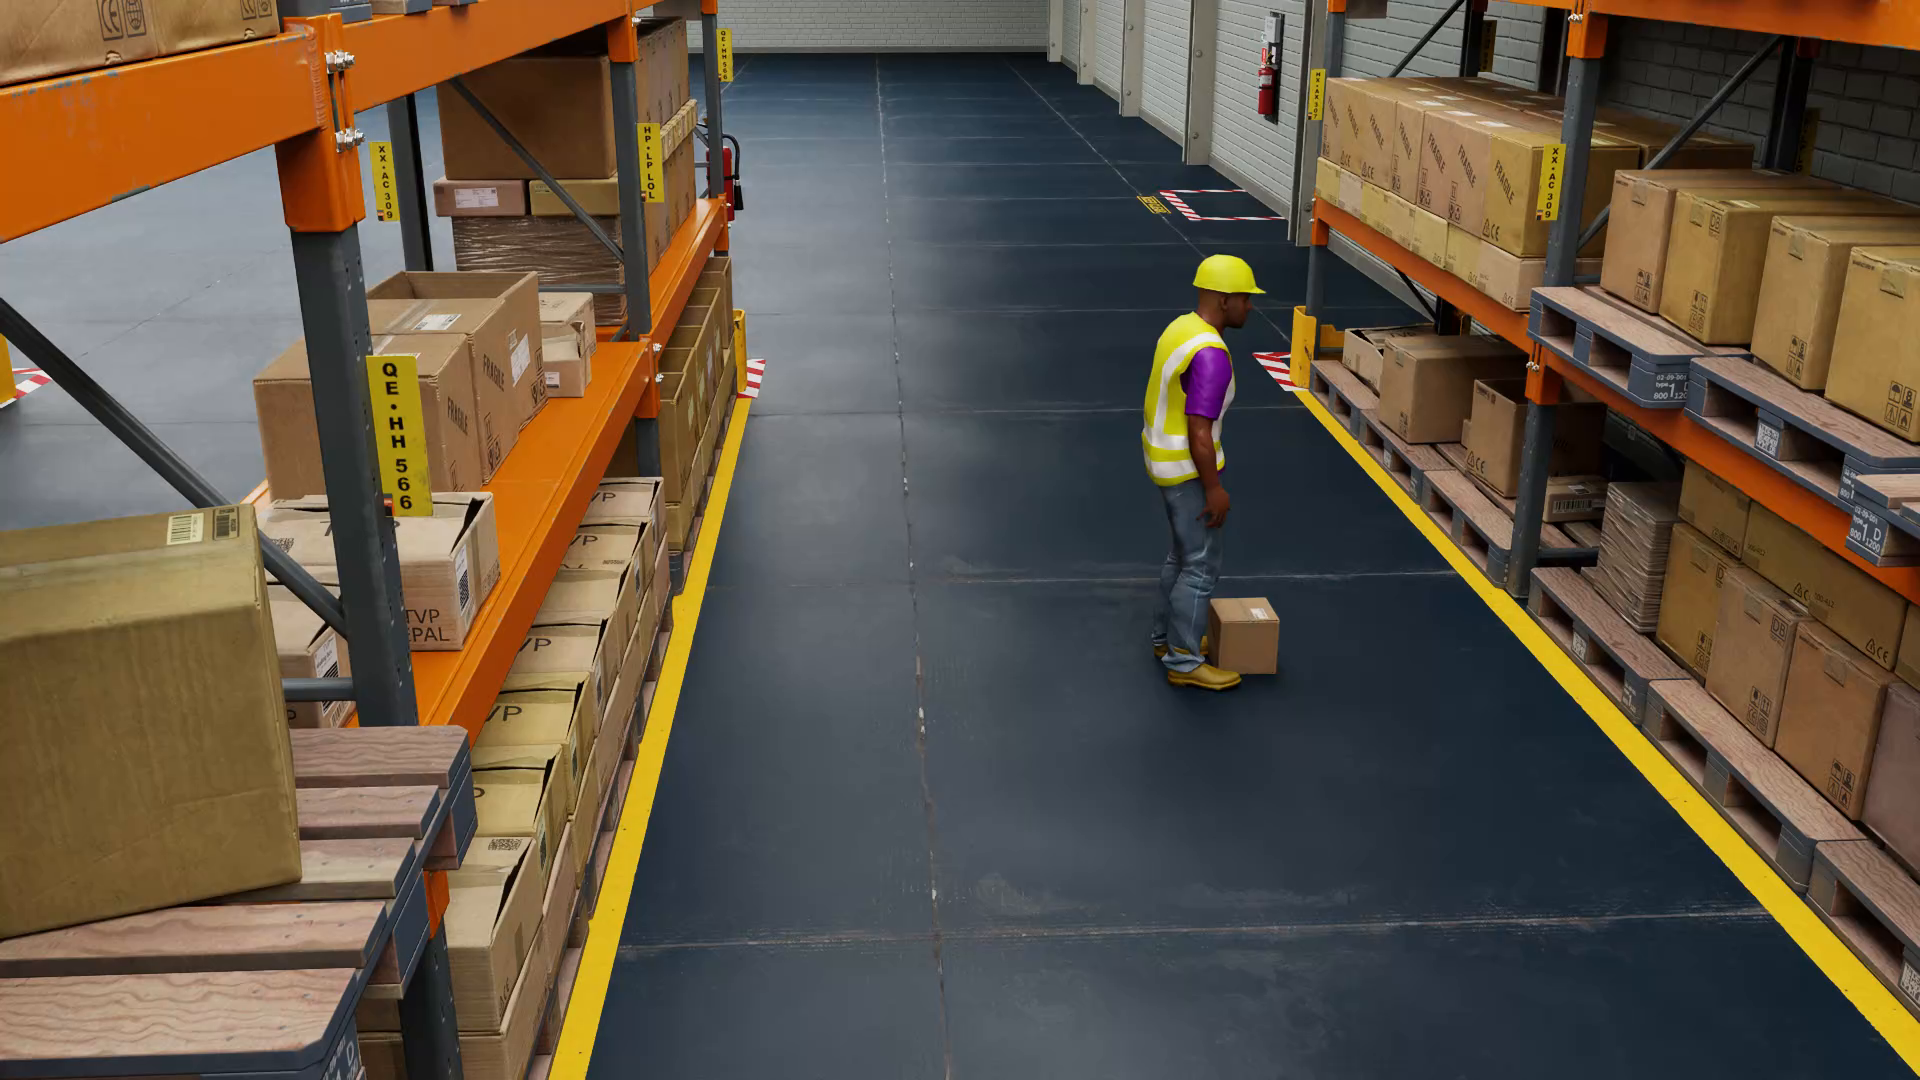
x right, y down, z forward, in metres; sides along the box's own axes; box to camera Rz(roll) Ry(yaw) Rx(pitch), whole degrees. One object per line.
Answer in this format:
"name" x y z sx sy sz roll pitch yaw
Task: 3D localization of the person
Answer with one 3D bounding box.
"person" 0.985 -0.290 6.834 0.460 1.761 0.627 -1 20 -2
